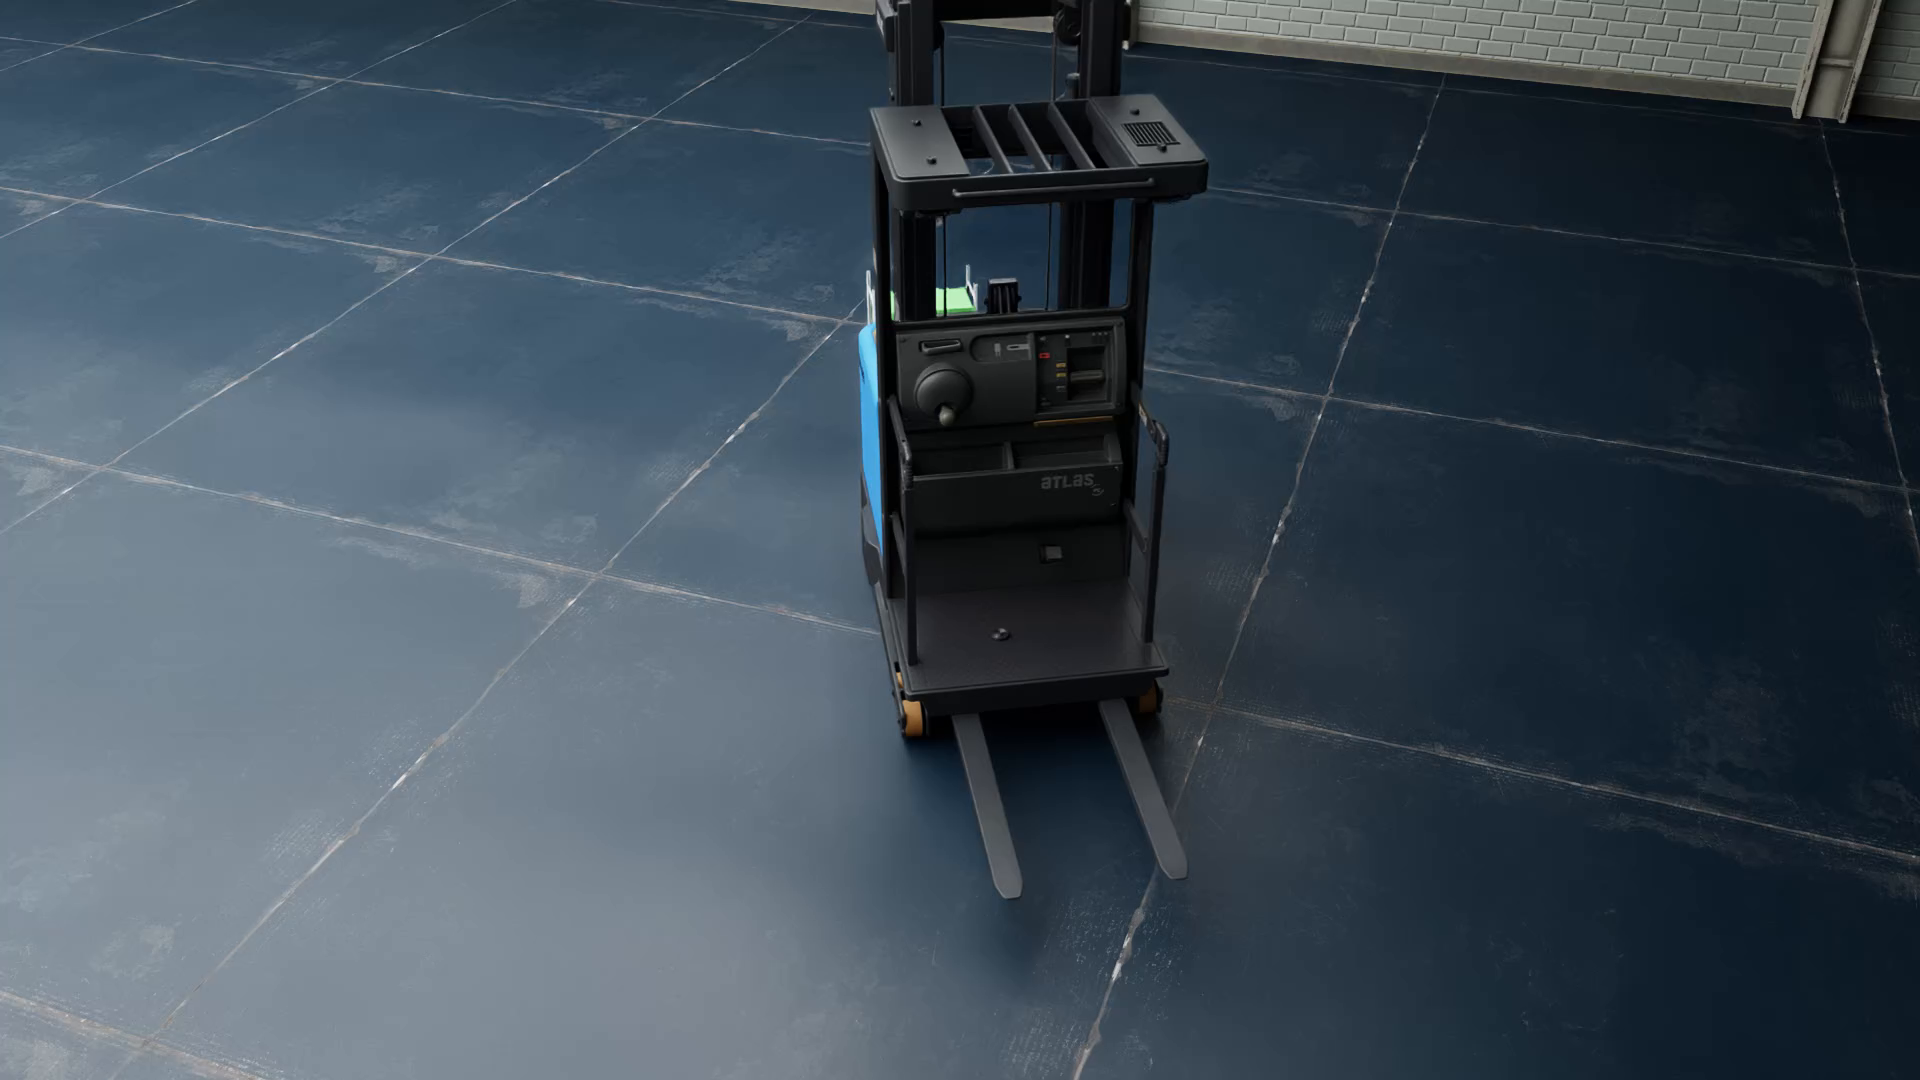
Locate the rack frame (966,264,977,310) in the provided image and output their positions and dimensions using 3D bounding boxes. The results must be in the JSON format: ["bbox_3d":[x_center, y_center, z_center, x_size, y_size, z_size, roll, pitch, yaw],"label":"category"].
[{"bbox_3d":[0.055,-0.782,8.356,0.015,1.200,0.240,-5,33,-8],"label":"rack frame"}]

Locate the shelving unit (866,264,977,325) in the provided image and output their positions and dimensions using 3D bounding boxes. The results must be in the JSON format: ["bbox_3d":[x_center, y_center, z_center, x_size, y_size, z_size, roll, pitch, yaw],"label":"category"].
[{"bbox_3d":[-0.186,-0.760,8.321,0.503,1.200,0.258,-5,33,-8],"label":"shelving unit"}]

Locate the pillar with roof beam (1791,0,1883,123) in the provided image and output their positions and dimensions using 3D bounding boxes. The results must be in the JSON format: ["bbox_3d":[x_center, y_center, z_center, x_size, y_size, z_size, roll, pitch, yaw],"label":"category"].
[{"bbox_3d":[5.602,-5.076,7.816,0.400,9.000,9.100,11,34,16],"label":"pillar with roof beam"}]

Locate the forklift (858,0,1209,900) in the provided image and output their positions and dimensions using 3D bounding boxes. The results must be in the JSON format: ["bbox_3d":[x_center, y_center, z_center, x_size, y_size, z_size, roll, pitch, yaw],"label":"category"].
[{"bbox_3d":[0.247,-0.614,6.499,1.130,2.935,3.031,-5,33,-8],"label":"forklift"}]

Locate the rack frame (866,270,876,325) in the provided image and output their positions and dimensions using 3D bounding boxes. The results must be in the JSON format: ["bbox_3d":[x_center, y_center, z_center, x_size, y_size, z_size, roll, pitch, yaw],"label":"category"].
[{"bbox_3d":[-0.426,-0.738,8.287,0.015,1.200,0.240,-5,33,-8],"label":"rack frame"}]

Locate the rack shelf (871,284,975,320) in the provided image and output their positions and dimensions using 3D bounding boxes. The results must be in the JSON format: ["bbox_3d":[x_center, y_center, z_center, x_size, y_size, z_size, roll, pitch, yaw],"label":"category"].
[{"bbox_3d":[-0.186,-1.110,8.096,0.480,0.148,0.258,-5,33,-8],"label":"rack shelf"}]

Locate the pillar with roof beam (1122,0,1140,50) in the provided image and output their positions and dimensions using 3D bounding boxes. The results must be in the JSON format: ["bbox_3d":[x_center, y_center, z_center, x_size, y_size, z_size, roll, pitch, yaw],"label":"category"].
[{"bbox_3d":[-0.046,-6.174,9.517,0.400,9.000,9.100,11,34,16],"label":"pillar with roof beam"}]
